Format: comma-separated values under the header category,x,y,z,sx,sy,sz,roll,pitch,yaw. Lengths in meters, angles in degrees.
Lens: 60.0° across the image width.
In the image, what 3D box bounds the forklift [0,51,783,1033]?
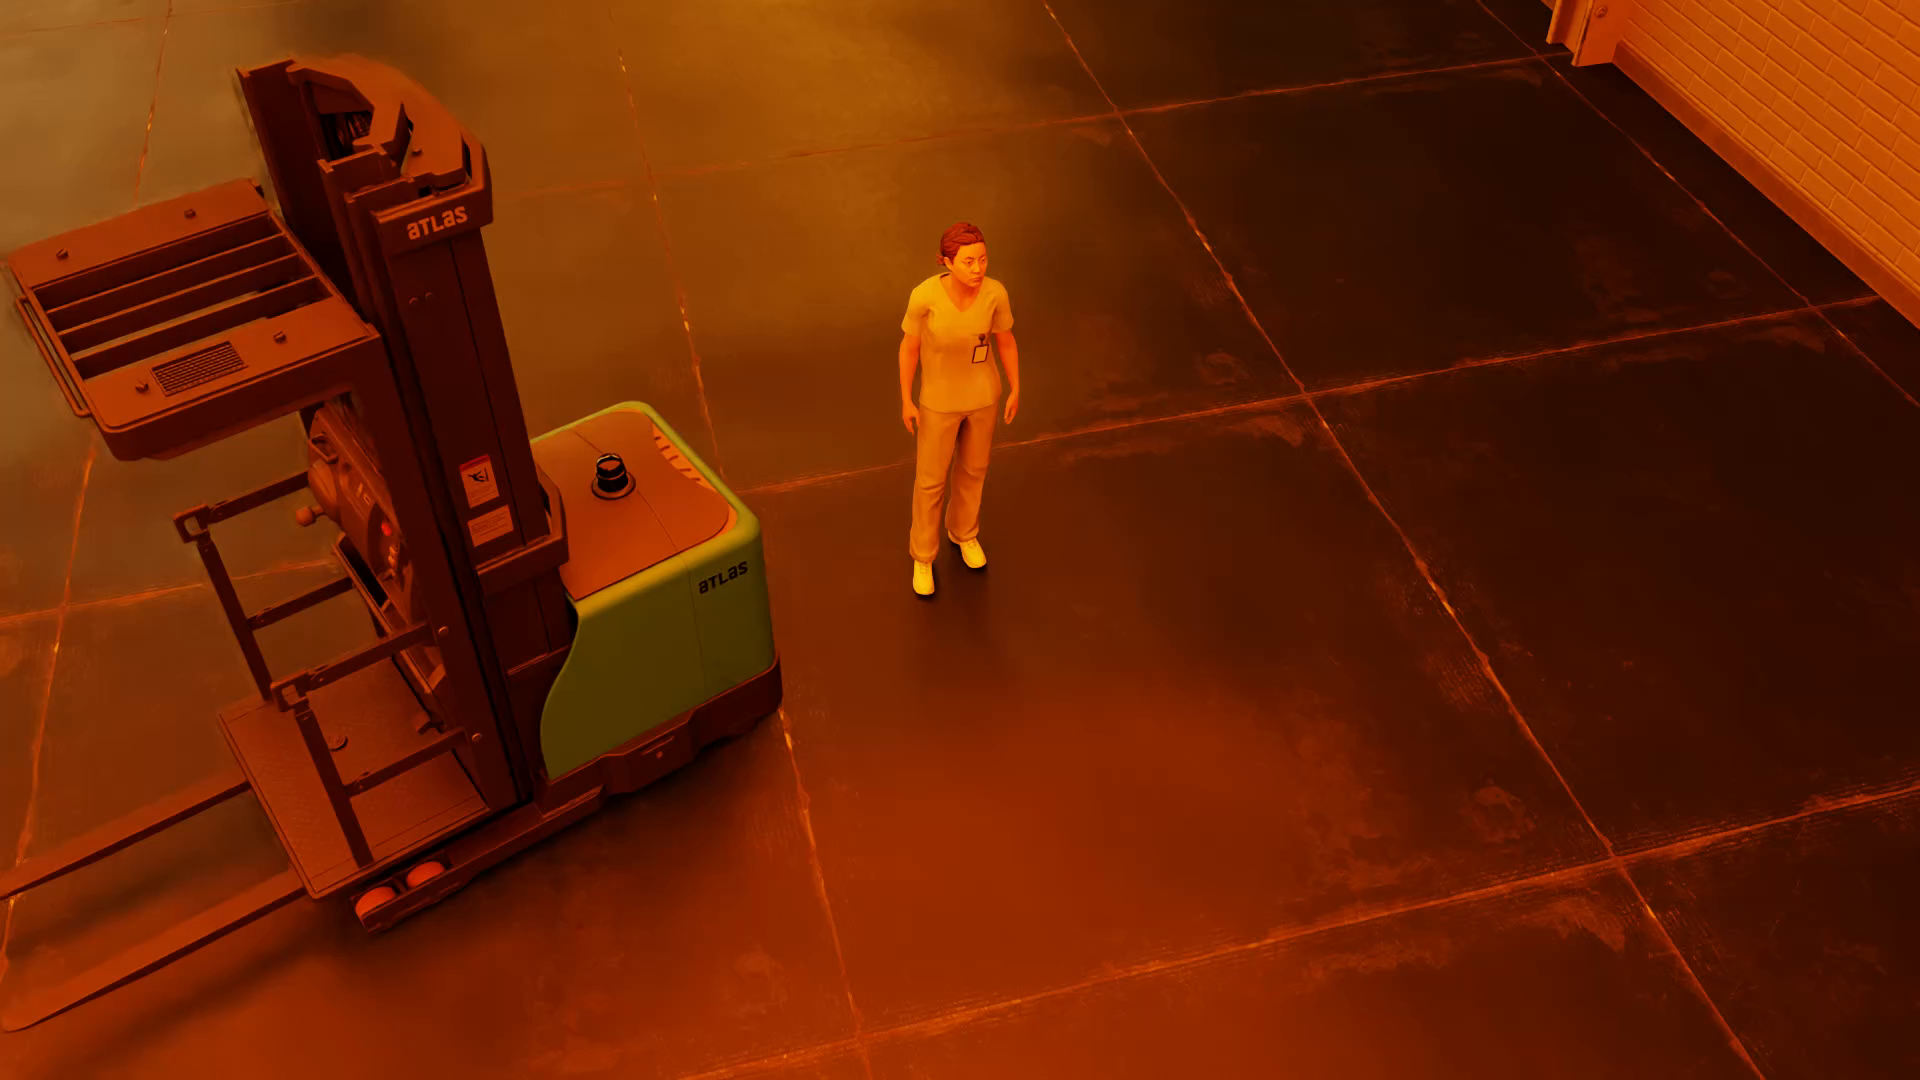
category,x,y,z,sx,sy,sz,roll,pitch,yaw
forklift,-2.233,-0.019,5.666,3.031,2.935,1.130,-27,50,-25

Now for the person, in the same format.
category,x,y,z,sx,sy,sz,roll,pitch,yaw
person,0.006,-0.563,7.144,0.549,1.673,0.548,-10,44,-11
